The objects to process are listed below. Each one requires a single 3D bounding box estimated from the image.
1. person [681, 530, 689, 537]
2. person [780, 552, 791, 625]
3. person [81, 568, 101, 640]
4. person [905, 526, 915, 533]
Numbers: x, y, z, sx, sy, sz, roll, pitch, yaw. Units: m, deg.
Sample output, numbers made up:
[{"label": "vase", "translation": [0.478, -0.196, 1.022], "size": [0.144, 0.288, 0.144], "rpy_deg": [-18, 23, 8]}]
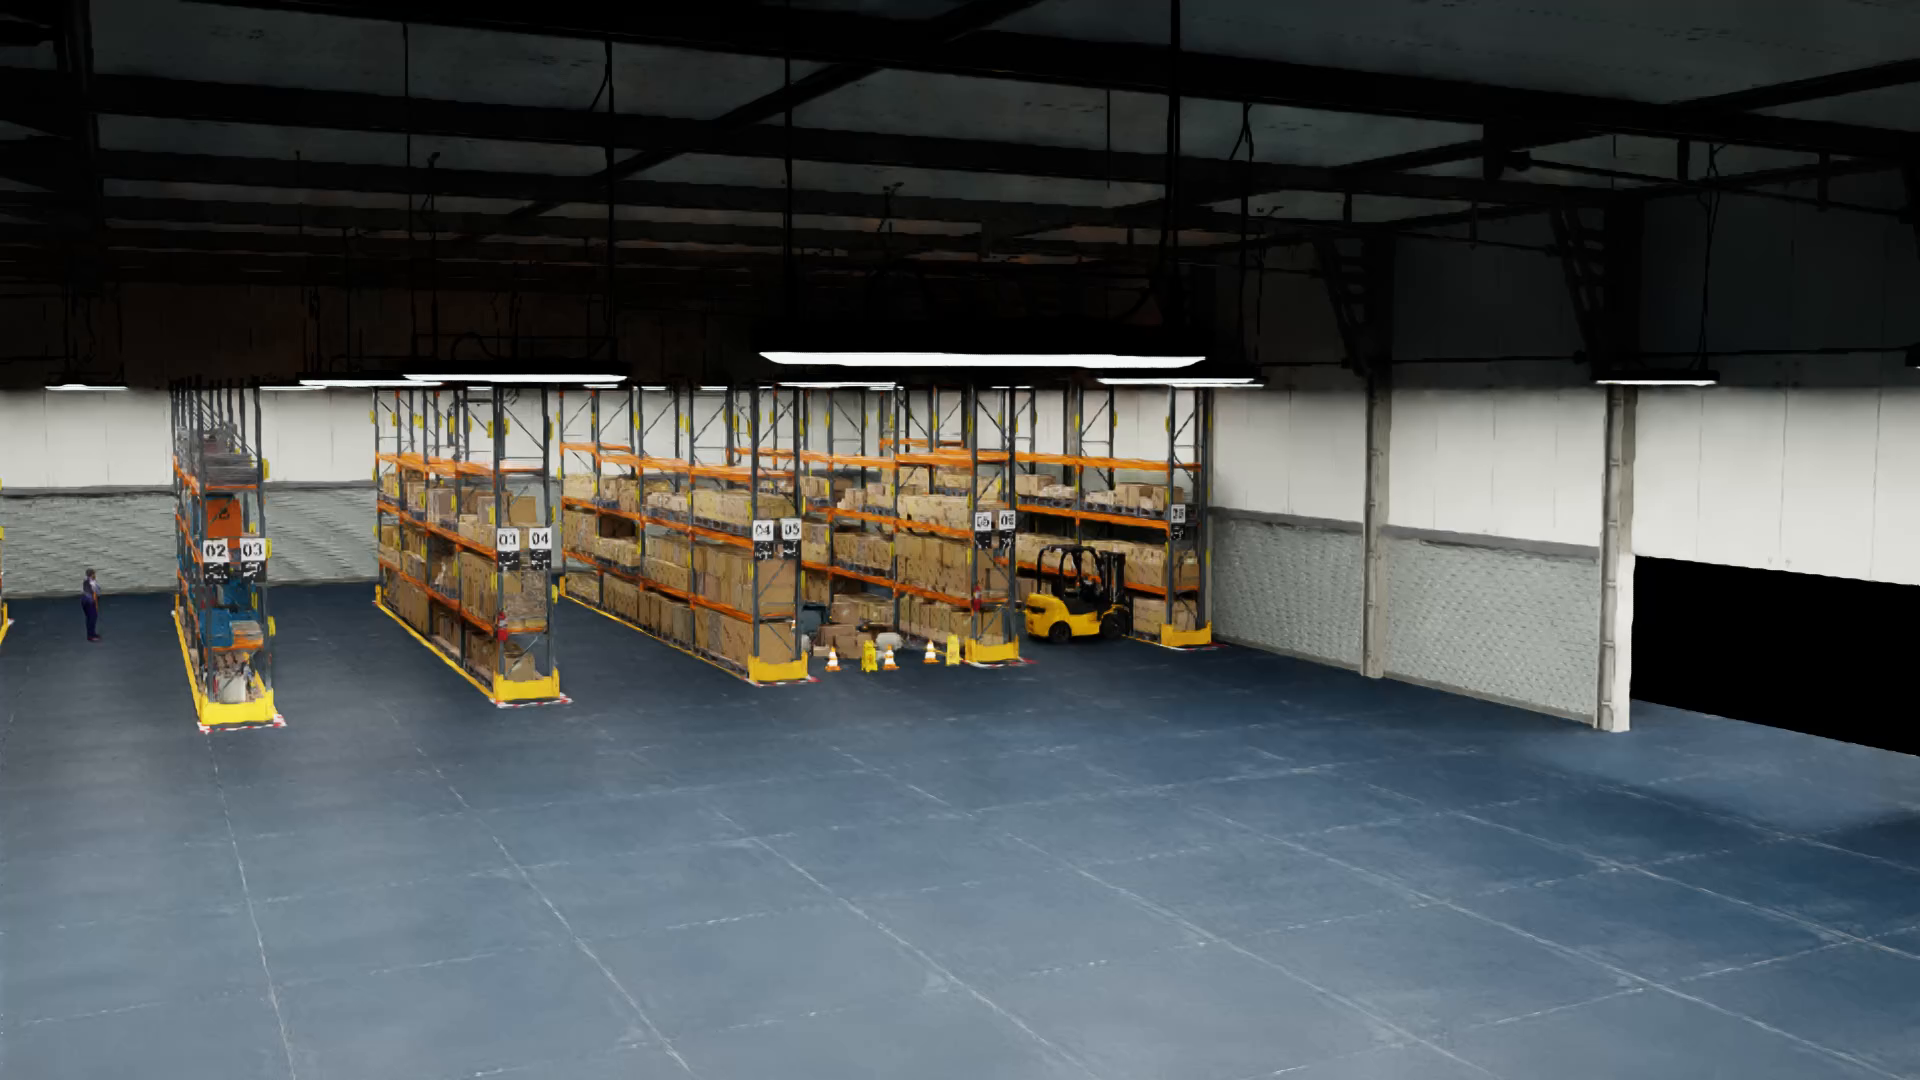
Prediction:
[{"label": "person", "translation": [-8.547, 0.214, 51.846], "size": [0.695, 1.763, 0.540], "rpy_deg": [2, 6, 26]}, {"label": "person", "translation": [-4.409, 1.193, 40.754], "size": [0.569, 1.785, 0.655], "rpy_deg": [0, 5, 1]}, {"label": "person", "translation": [-20.060, 1.468, 38.478], "size": [0.577, 1.657, 0.445], "rpy_deg": [4, 7, 40]}, {"label": "person", "translation": [-1.429, 0.390, 47.444], "size": [0.518, 1.699, 0.504], "rpy_deg": [-1, 5, -11]}]
